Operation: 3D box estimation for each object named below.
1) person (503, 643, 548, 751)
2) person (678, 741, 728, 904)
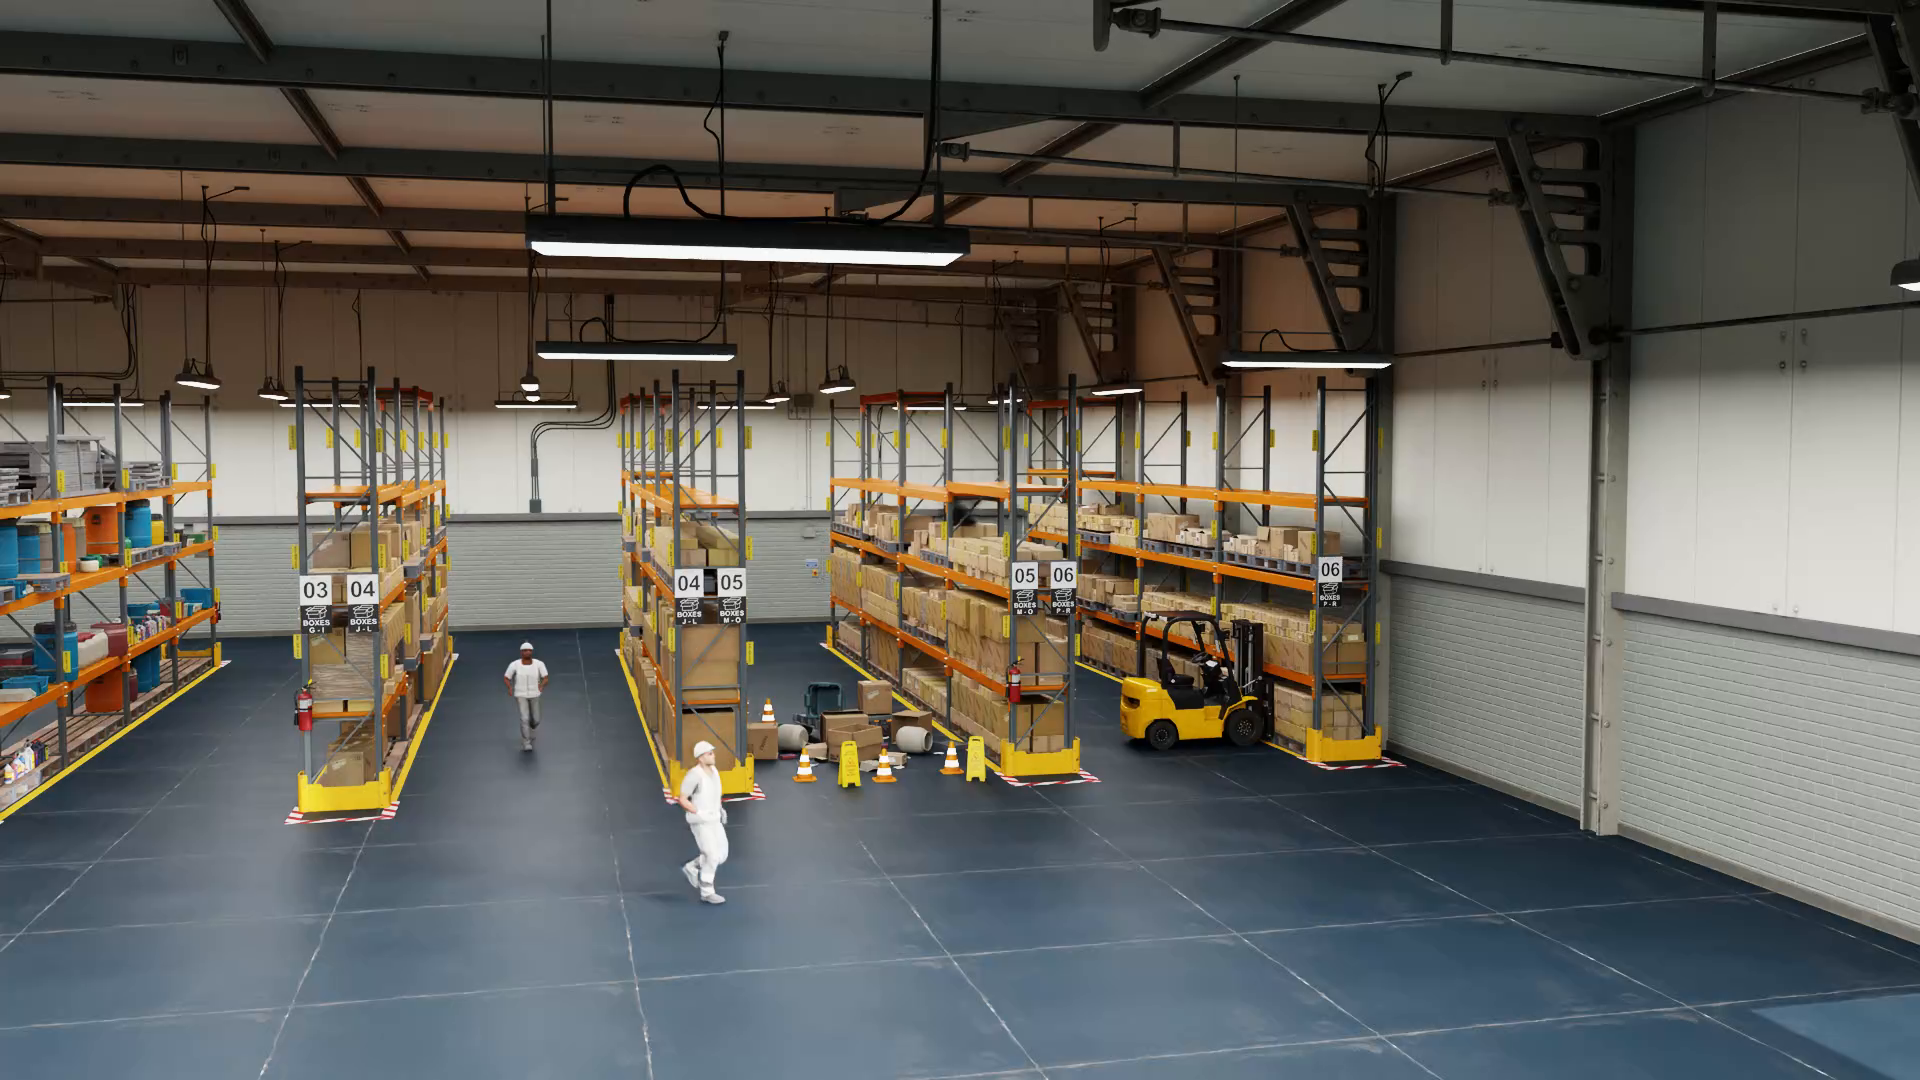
[{"bbox_3d":[-7.041,2.528,27.018,0.707,1.726,0.753,-1,4,-21],"label":"person"},{"bbox_3d":[-2.823,3.052,18.042,0.599,1.750,0.655,2,4,26],"label":"person"}]
